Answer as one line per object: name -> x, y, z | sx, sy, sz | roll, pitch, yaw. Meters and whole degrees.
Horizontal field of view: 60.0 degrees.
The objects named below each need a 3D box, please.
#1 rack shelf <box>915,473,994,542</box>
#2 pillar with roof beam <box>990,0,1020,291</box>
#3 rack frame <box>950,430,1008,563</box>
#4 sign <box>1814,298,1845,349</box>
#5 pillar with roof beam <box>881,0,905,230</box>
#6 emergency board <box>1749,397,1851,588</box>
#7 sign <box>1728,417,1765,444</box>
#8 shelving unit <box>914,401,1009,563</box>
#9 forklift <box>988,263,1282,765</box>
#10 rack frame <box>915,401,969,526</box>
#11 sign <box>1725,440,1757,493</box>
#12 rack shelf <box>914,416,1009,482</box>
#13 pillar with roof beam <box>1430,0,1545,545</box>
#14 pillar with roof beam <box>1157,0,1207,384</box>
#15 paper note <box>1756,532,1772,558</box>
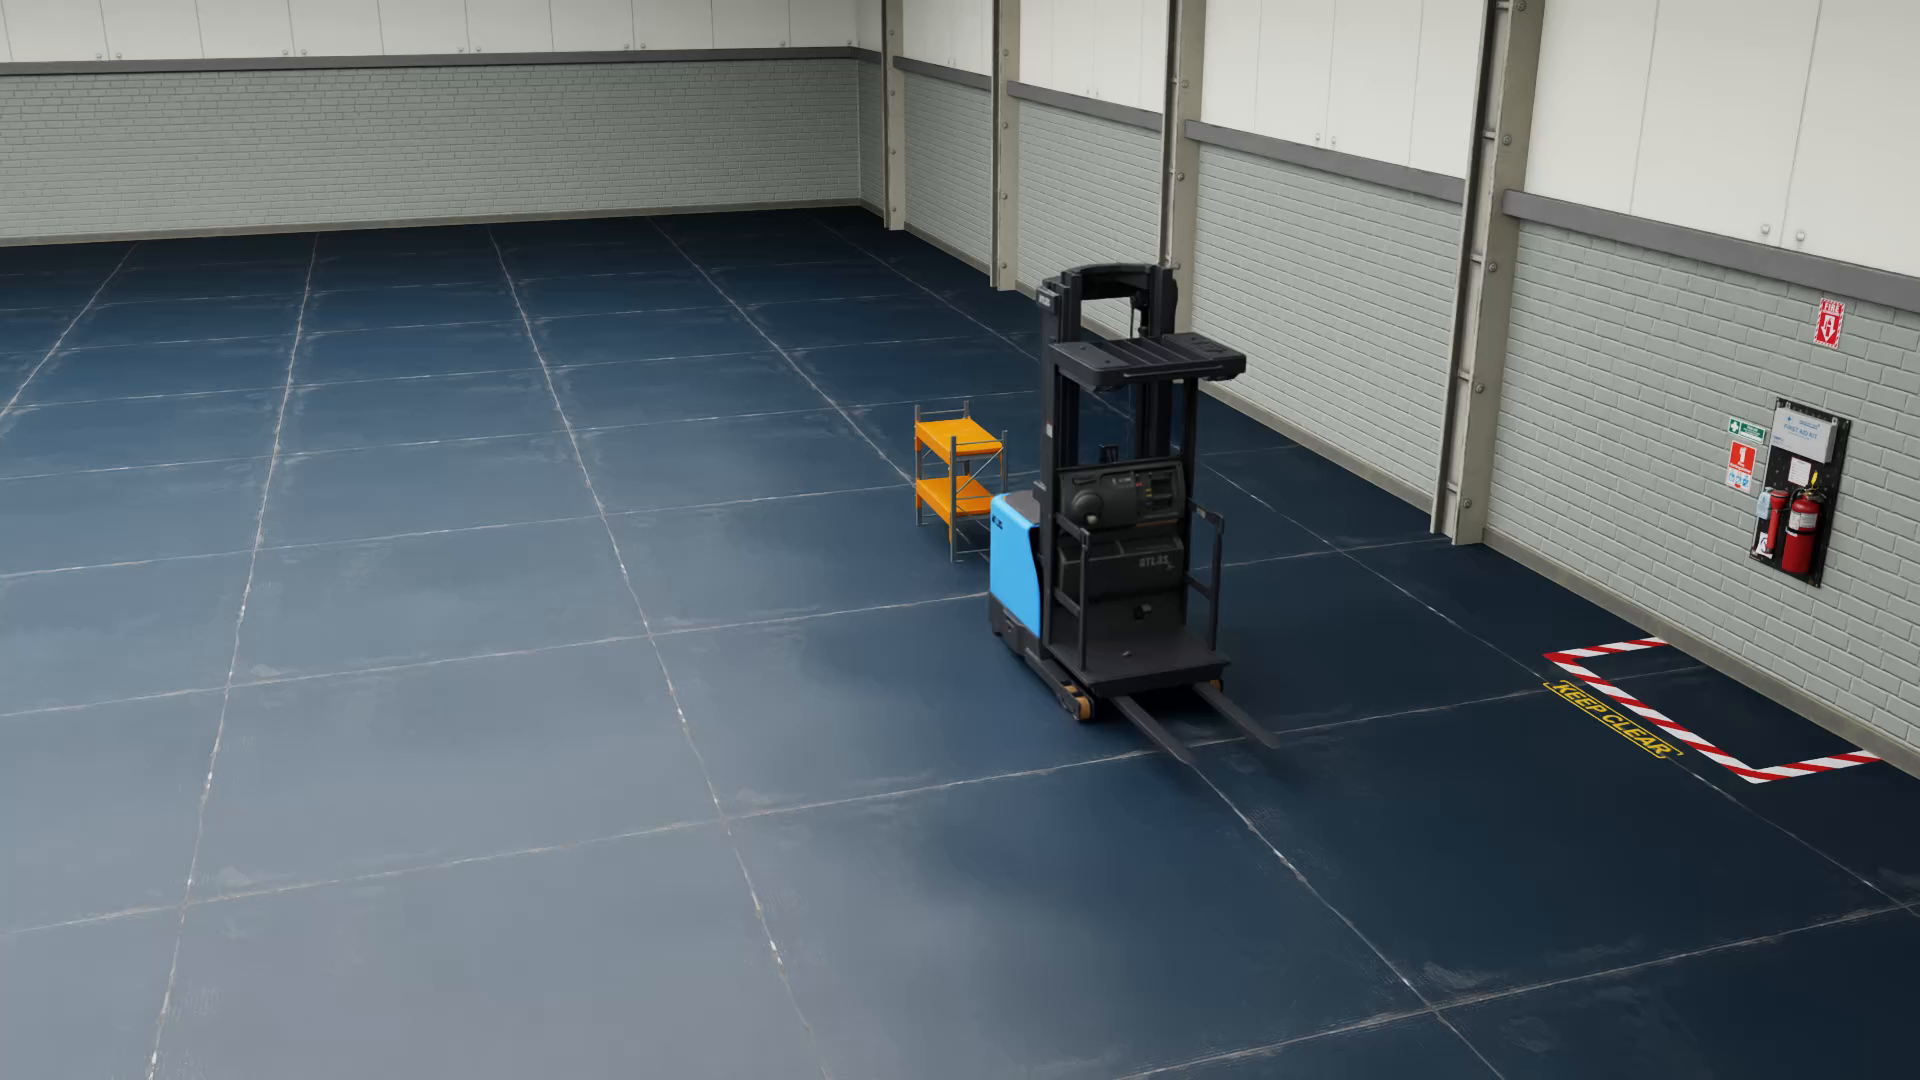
rack shelf -> 0.002, -0.297, 14.678 | 0.538, 0.278, 1.000 | -6, 21, -17
pillar with roof beam -> -3.413, -7.659, 22.803 | 9.100, 9.000, 0.400 | -6, 21, -17
rack frame -> 0.162, -0.364, 14.141 | 0.500, 1.125, 0.032 | -6, 21, -17
sign -> 5.683, -1.418, 10.873 | 0.001, 0.298, 0.199 | -6, 21, -17
pillar with roof beam -> -5.299, -9.585, 28.163 | 9.100, 9.000, 0.400 | -6, 21, -17
emergency board -> 5.591, -0.314, 11.228 | 0.194, 1.169, 0.643 | -6, 21, -17
sign -> 5.508, -0.766, 11.650 | 0.001, 0.109, 0.331 | -6, 21, -17
shelving unit -> 0.002, -0.527, 14.595 | 0.538, 1.125, 1.048 | -6, 21, -17
forklift -> 1.200, -0.302, 11.296 | 1.130, 2.935, 3.031 | -7, 21, -19
rack frame -> -0.158, -0.690, 15.049 | 0.500, 1.125, 0.032 | -6, 21, -17
sign -> 5.515, -0.519, 11.746 | 0.001, 0.329, 0.234 | -6, 21, -17
rack shelf -> 0.002, -0.803, 14.496 | 0.538, 0.278, 1.000 | -6, 21, -17
pillar with roof beam -> 0.359, -3.808, 12.082 | 9.100, 9.000, 0.400 | -6, 21, -17
pillar with roof beam -> -1.527, -5.734, 17.442 | 9.100, 9.000, 0.400 | -6, 21, -17
paper note -> 5.601, 0.037, 11.555 | 0.016, 0.148, 0.142 | -6, 21, -17
